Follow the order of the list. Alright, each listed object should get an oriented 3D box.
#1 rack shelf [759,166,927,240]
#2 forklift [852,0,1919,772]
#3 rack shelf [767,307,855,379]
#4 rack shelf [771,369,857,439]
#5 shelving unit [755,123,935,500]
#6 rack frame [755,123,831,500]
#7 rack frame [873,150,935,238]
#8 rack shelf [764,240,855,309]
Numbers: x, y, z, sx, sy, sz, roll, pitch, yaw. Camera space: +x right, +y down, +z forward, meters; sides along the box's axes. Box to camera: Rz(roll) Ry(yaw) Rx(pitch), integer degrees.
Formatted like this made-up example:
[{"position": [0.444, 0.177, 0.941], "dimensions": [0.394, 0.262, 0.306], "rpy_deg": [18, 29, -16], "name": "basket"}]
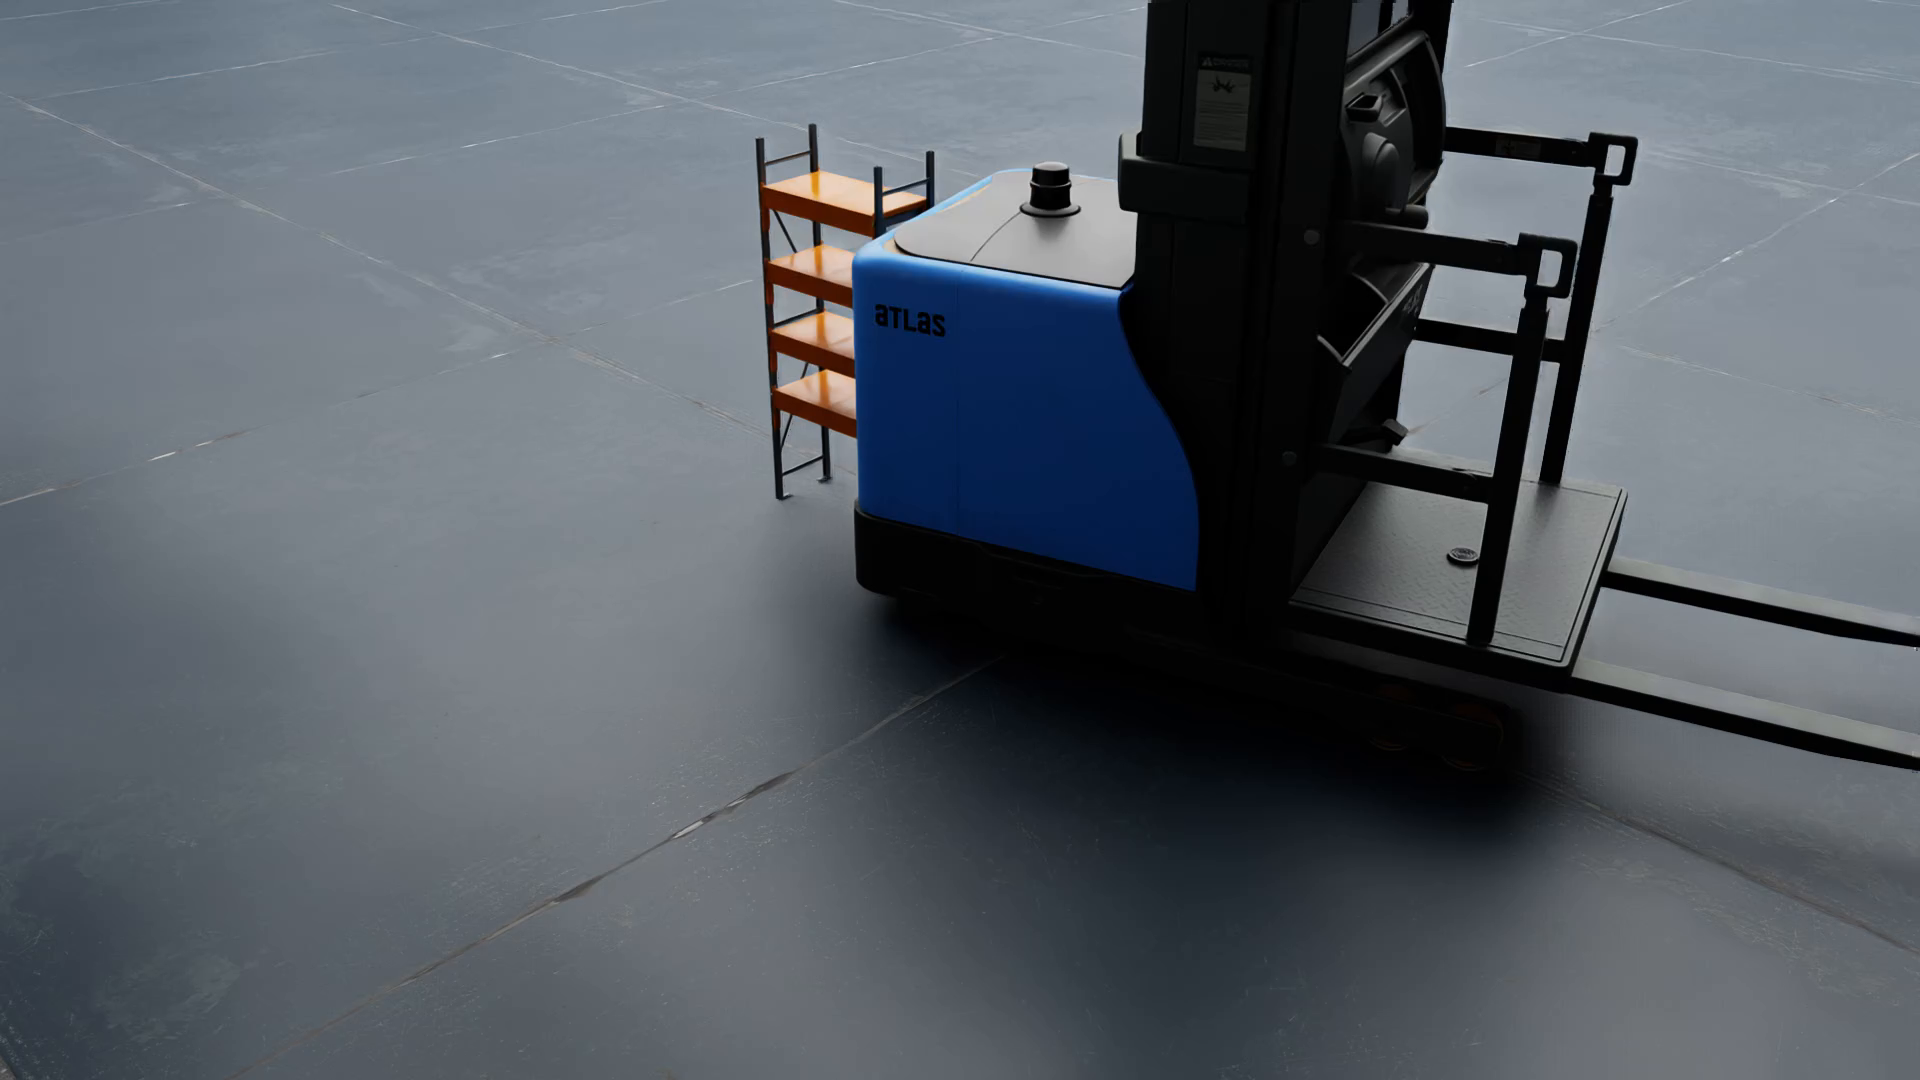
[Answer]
[{"position": [-0.341, -0.978, 4.977], "dimensions": [0.480, 0.148, 0.258], "rpy_deg": [22, 35, 36], "name": "rack shelf"}, {"position": [1.246, -1.003, 4.008], "dimensions": [3.031, 2.935, 1.130], "rpy_deg": [13, 31, 24], "name": "forklift"}, {"position": [-0.341, -0.571, 5.191], "dimensions": [0.480, 0.148, 0.258], "rpy_deg": [22, 35, 36], "name": "rack shelf"}, {"position": [-0.341, -0.395, 5.284], "dimensions": [0.480, 0.148, 0.258], "rpy_deg": [22, 35, 36], "name": "rack shelf"}, {"position": [-0.341, -0.631, 5.160], "dimensions": [0.503, 1.200, 0.258], "rpy_deg": [22, 35, 36], "name": "shelving unit"}, {"position": [-0.525, -0.706, 5.303], "dimensions": [0.015, 1.200, 0.240], "rpy_deg": [22, 35, 36], "name": "rack frame"}, {"position": [-0.158, -0.555, 5.017], "dimensions": [0.015, 1.200, 0.240], "rpy_deg": [22, 35, 36], "name": "rack frame"}, {"position": [-0.341, -0.769, 5.087], "dimensions": [0.480, 0.148, 0.258], "rpy_deg": [22, 35, 36], "name": "rack shelf"}]
